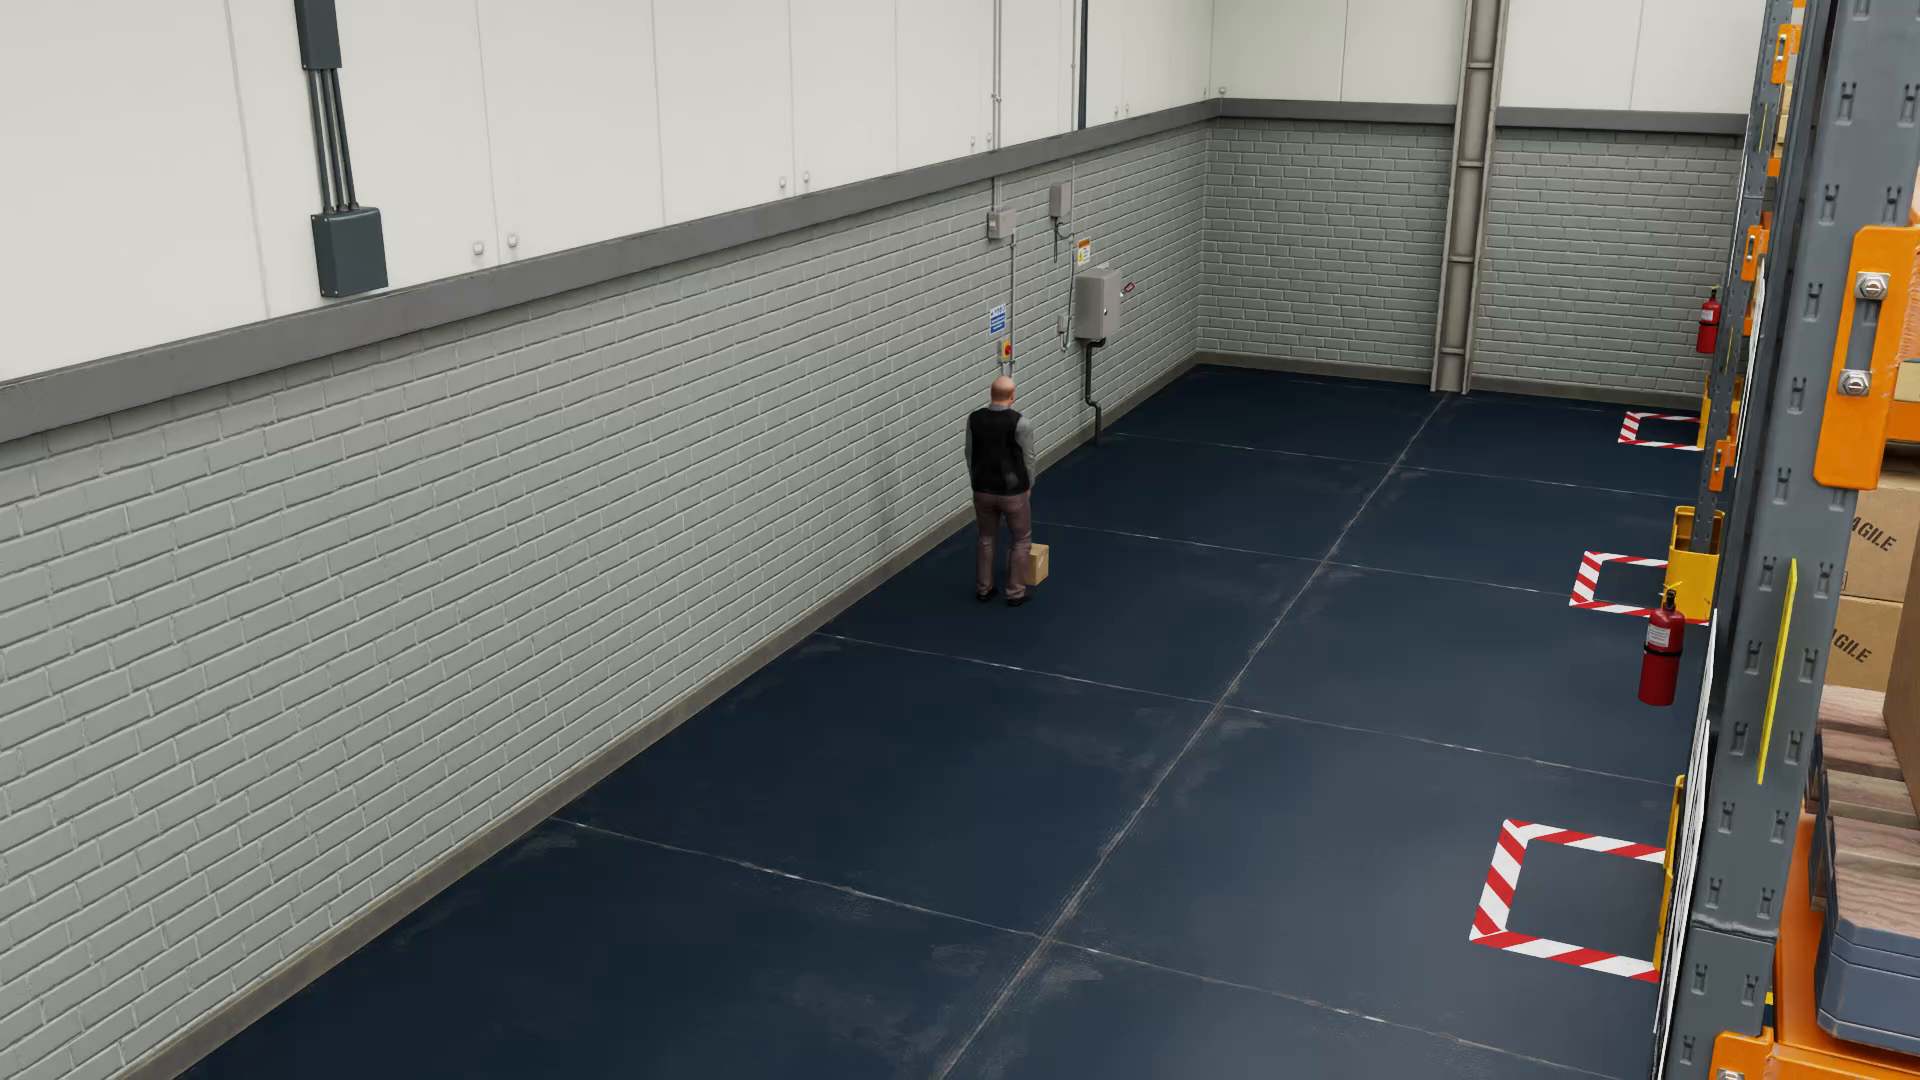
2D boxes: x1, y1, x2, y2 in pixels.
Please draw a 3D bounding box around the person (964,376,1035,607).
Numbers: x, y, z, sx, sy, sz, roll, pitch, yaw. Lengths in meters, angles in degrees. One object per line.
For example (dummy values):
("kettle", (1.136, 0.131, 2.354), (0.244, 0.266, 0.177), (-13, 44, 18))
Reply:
("person", (0.286, -0.356, 12.202), (0.549, 1.692, 0.390), (9, 21, 24))
